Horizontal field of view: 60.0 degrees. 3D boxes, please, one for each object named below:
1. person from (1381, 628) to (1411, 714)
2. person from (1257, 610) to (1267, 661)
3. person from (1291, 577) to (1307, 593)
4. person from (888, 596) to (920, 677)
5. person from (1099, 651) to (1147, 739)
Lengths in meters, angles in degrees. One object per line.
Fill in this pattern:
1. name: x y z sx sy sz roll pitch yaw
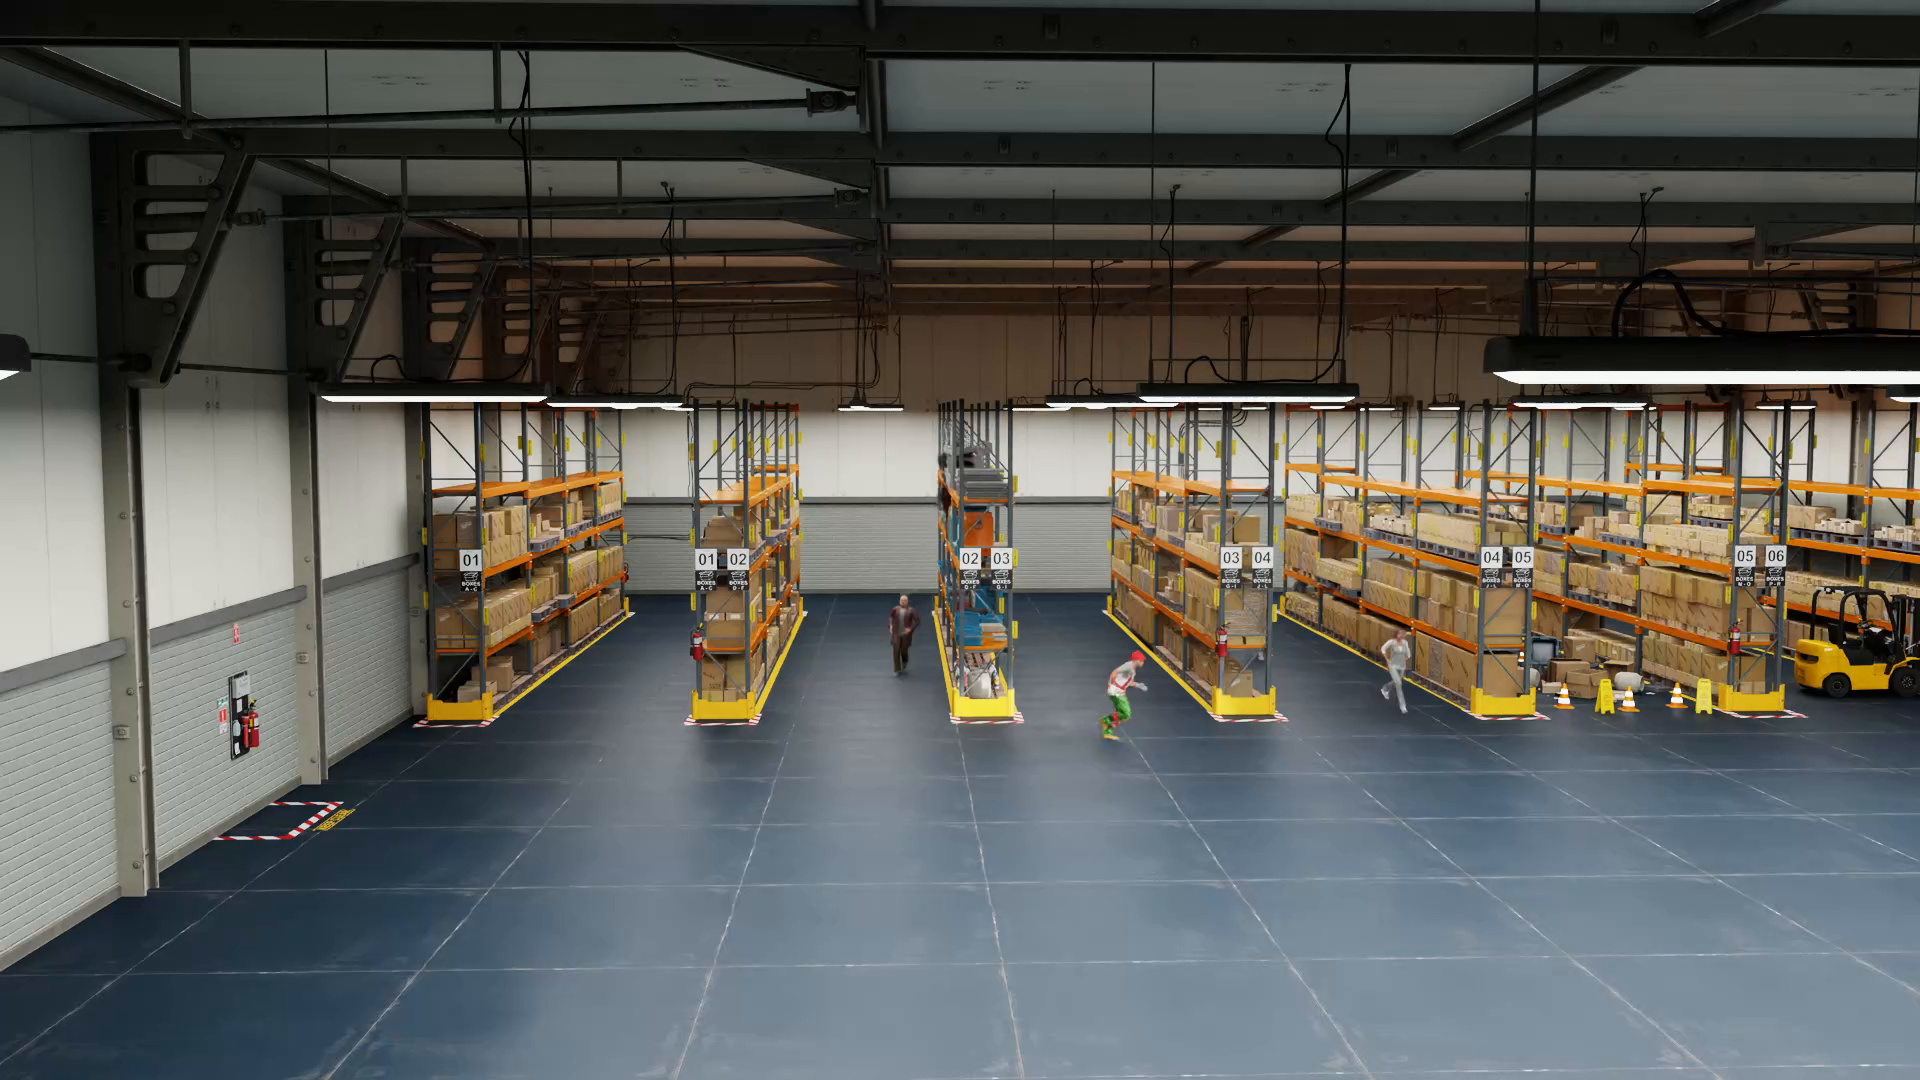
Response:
1. person: 8.446 2.496 32.195 0.495 1.616 1.016 -1 5 -19
2. person: 6.997 1.958 38.898 0.629 1.675 0.677 -1 4 -10
3. person: 9.983 1.218 48.782 0.534 1.598 0.564 -1 5 -18
4. person: -1.241 2.103 36.546 0.749 1.763 0.834 1 4 11
5. person: 2.868 2.726 29.092 0.783 1.591 0.693 1 5 18
